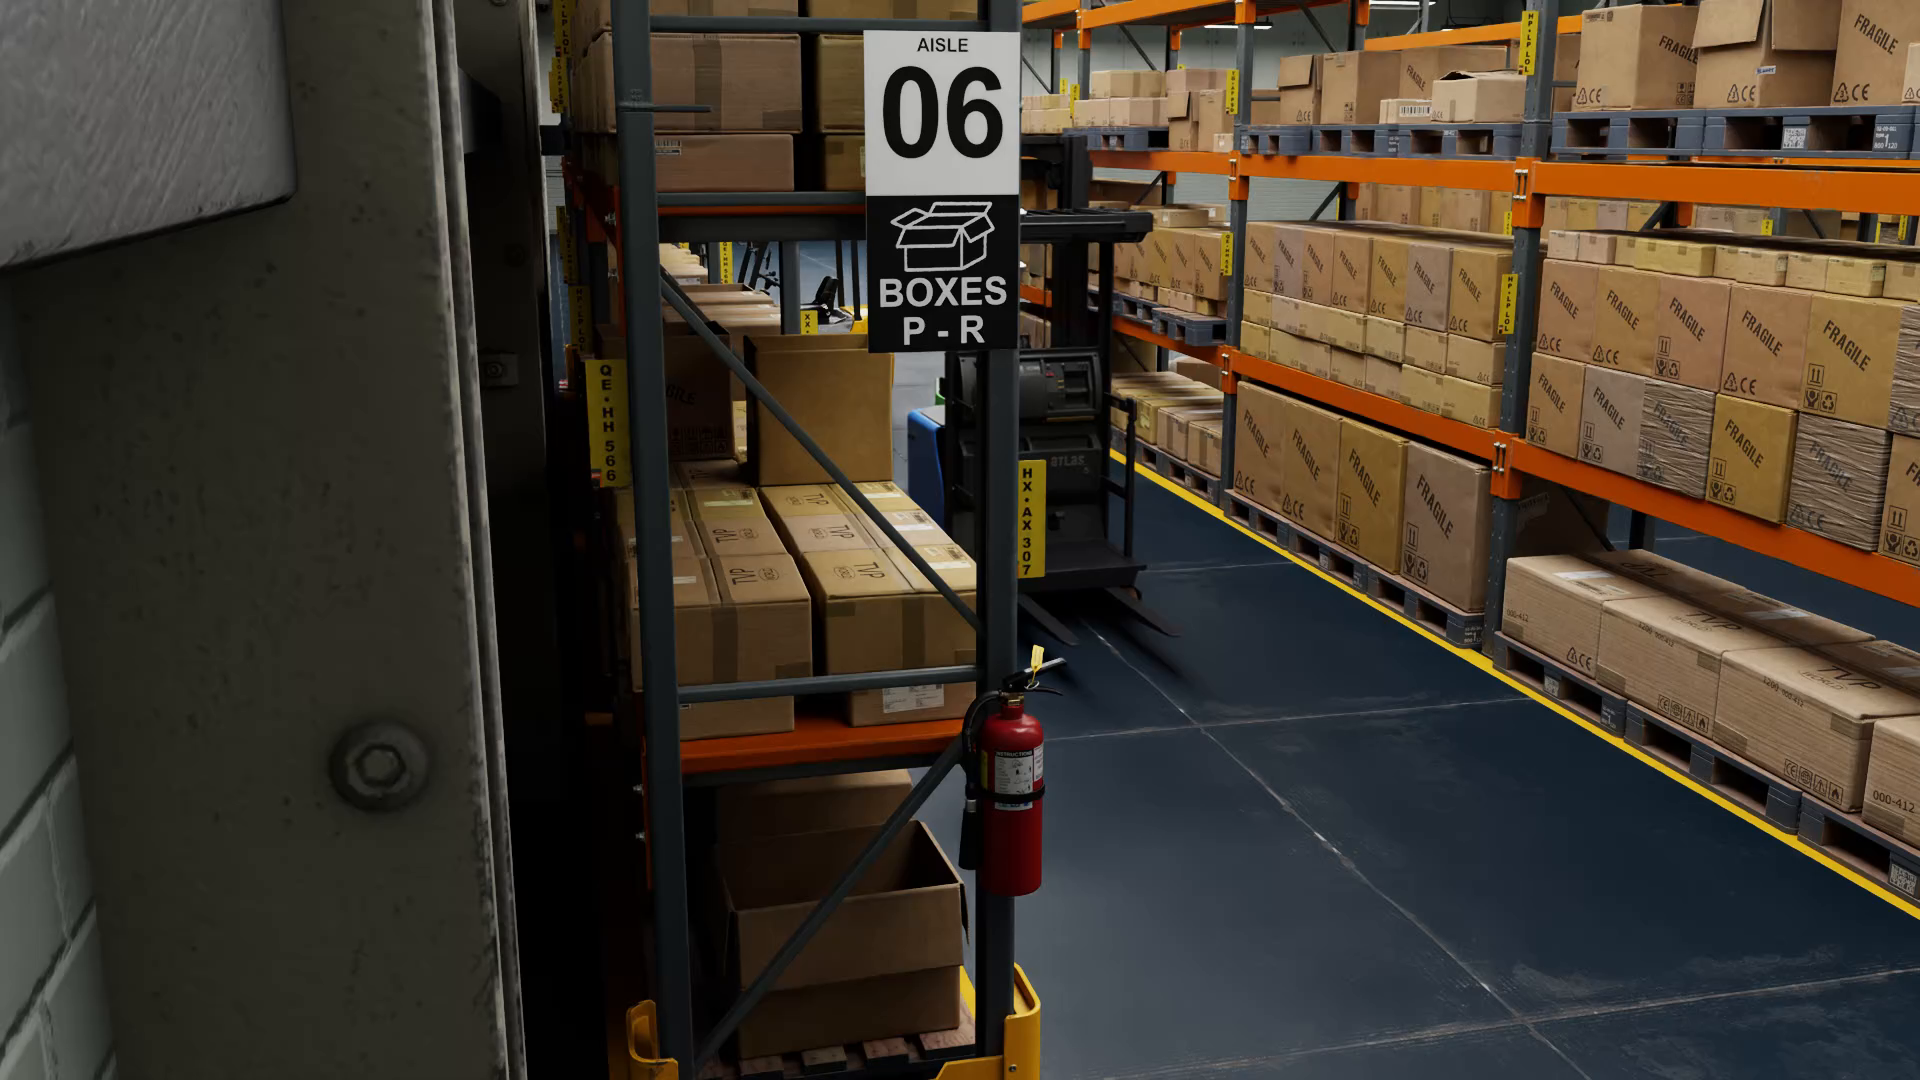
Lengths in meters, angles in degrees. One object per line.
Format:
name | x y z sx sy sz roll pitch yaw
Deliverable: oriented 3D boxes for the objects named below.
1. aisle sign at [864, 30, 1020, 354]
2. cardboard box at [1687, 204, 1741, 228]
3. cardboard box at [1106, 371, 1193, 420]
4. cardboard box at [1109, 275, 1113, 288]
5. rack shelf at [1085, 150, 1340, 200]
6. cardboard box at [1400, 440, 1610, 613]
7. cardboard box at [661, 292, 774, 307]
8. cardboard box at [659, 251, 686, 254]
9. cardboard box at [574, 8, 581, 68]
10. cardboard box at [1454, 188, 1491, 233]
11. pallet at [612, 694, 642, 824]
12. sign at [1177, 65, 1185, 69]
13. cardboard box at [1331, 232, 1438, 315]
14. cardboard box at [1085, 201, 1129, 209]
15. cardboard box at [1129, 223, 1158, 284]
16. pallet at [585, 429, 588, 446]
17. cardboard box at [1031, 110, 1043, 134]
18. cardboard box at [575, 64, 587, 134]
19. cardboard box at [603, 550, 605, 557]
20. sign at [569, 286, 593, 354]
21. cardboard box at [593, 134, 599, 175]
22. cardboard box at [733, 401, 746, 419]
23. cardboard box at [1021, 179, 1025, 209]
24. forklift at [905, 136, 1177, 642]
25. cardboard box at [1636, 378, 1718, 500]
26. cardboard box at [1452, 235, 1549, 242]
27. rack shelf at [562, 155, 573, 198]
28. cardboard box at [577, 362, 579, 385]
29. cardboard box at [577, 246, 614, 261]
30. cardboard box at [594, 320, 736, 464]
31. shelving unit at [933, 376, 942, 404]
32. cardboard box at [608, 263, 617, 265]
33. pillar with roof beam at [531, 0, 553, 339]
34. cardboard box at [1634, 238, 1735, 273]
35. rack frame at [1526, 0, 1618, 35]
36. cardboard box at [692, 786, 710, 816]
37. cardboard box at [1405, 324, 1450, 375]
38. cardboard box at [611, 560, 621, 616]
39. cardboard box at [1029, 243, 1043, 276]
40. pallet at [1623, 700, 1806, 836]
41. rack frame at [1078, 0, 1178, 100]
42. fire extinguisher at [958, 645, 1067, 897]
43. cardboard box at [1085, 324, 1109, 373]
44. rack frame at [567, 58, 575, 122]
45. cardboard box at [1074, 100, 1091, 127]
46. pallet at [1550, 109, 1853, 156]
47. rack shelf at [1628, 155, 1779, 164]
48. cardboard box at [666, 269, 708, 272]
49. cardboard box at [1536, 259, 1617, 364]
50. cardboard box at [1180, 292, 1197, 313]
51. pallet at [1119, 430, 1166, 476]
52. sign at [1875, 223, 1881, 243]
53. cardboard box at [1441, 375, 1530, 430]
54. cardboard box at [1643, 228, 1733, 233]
aisle sign | -0.043 -0.868 4.182 0.394 0.787 0.004 -3 14 -13
cardboard box | 7.050 -2.900 15.659 0.700 0.500 0.500 -4 14 -14
cardboard box | 1.787 -1.457 16.722 0.950 0.372 0.625 -3 14 -12
cardboard box | 1.534 -2.529 16.103 0.380 0.149 0.250 -3 14 -12
rack shelf | 2.131 -3.297 14.796 1.077 0.370 4.000 -3 14 -13
cardboard box | 3.317 -0.115 10.170 0.875 0.875 0.875 -3 14 -11
cardboard box | -1.486 -1.204 9.941 0.700 0.500 0.500 -3 14 -13
cardboard box | -2.591 -2.435 14.496 0.380 0.149 0.250 -4 14 -15
cardboard box | -1.307 -2.050 6.814 0.500 0.250 0.500 -4 14 -15
cardboard box | 6.154 -3.754 18.883 0.875 0.550 0.550 -3 14 -13
pallet | -1.123 0.986 7.947 1.003 0.211 1.213 -3 14 -13
sign | 2.200 -4.582 16.621 0.100 0.325 0.005 -3 14 -13
cardboard box | 2.827 -1.784 11.090 0.500 0.500 0.500 -3 14 -12
cardboard box | 1.428 -3.234 16.256 0.380 0.149 0.250 -3 14 -13
cardboard box | 1.845 -2.575 14.924 0.500 0.500 0.500 -4 14 -15
pallet | -2.952 -0.850 15.463 1.003 0.211 1.213 -3 14 -13
cardboard box | 1.071 -4.501 17.898 0.500 0.250 0.500 -4 14 -14
cardboard box | -1.210 -1.691 6.398 0.500 0.250 0.500 -4 14 -14
cardboard box | -1.783 -0.017 9.191 0.380 0.149 0.250 -3 14 -13
sign | -1.822 -1.058 7.997 0.100 0.325 0.005 -3 14 -13
cardboard box | -1.201 -1.474 6.348 0.380 0.149 0.250 -3 14 -12
cardboard box | -0.927 -0.495 7.822 0.500 0.250 0.500 -3 14 -12
cardboard box | 1.054 -4.146 20.133 0.700 0.500 0.500 -4 14 -15
forklift | 0.489 -1.016 10.408 1.130 2.935 3.031 -4 14 -15
cardboard box | 3.621 -0.499 7.939 0.500 0.500 0.500 -3 14 -13
cardboard box | 3.455 -1.688 10.699 0.500 0.500 0.500 -4 14 -15
rack shelf | -2.693 -3.019 13.660 1.077 0.370 4.000 -3 14 -13
cardboard box | -4.085 -1.922 18.881 0.500 0.250 0.500 -3 14 -13
cardboard box | -3.277 -2.579 15.084 0.380 0.149 0.250 -4 14 -15
cardboard box | -1.193 -0.605 6.691 0.500 0.500 0.500 -4 14 -15
shelving unit | -0.011 -0.580 12.273 0.258 1.200 0.503 -4 14 -15
cardboard box | -2.779 -2.112 13.174 0.380 0.149 0.250 -3 14 -14
pillar with roof beam | -2.039 -7.623 24.668 9.100 9.000 0.400 -3 14 -13
cardboard box | 3.538 -1.391 8.117 0.380 0.149 0.250 -3 14 -14
rack frame | 6.449 -5.864 17.468 1.000 3.000 0.127 -3 14 -13
cardboard box | -0.803 0.821 7.130 0.700 0.500 0.500 -4 14 -15
cardboard box | 3.076 -1.178 10.190 0.500 0.250 0.500 -3 14 -12
cardboard box | -1.055 0.162 5.973 0.380 0.149 0.250 -3 14 -13
cardboard box | 1.062 -3.170 18.244 0.500 0.500 0.500 -3 14 -12
pallet | 3.933 1.012 7.842 1.003 0.211 1.213 -3 14 -13
rack frame | 1.661 -5.565 16.243 1.000 3.000 0.127 -3 14 -13
fire extinguisher | 0.140 0.622 4.508 0.296 0.674 0.183 -3 14 -13
cardboard box | 1.262 -2.004 17.640 0.500 0.500 0.500 -3 14 -14
rack frame | -2.223 -4.364 11.330 1.000 3.000 0.127 -3 14 -13
cardboard box | 1.409 -4.081 15.924 0.500 0.250 0.500 -4 14 -15
pallet | 3.722 -2.029 8.280 1.003 0.211 1.213 -3 14 -13
rack shelf | 6.919 -3.596 16.020 1.077 0.370 4.000 -3 14 -13
cardboard box | -2.076 -1.965 12.573 0.380 0.149 0.250 -3 14 -12
cardboard box | 3.417 -1.216 8.765 0.500 0.500 0.500 -3 14 -13
cardboard box | 2.059 -1.985 13.878 0.380 0.149 0.250 -3 14 -14
pallet | 2.136 -0.834 15.397 1.003 0.211 1.213 -3 14 -13
sign | 7.914 -2.583 14.407 0.100 0.325 0.005 -3 14 -13
cardboard box | 3.190 -0.821 9.785 0.500 0.250 0.500 -4 14 -15
cardboard box | 3.922 -1.601 8.975 0.380 0.149 0.250 -4 14 -14
